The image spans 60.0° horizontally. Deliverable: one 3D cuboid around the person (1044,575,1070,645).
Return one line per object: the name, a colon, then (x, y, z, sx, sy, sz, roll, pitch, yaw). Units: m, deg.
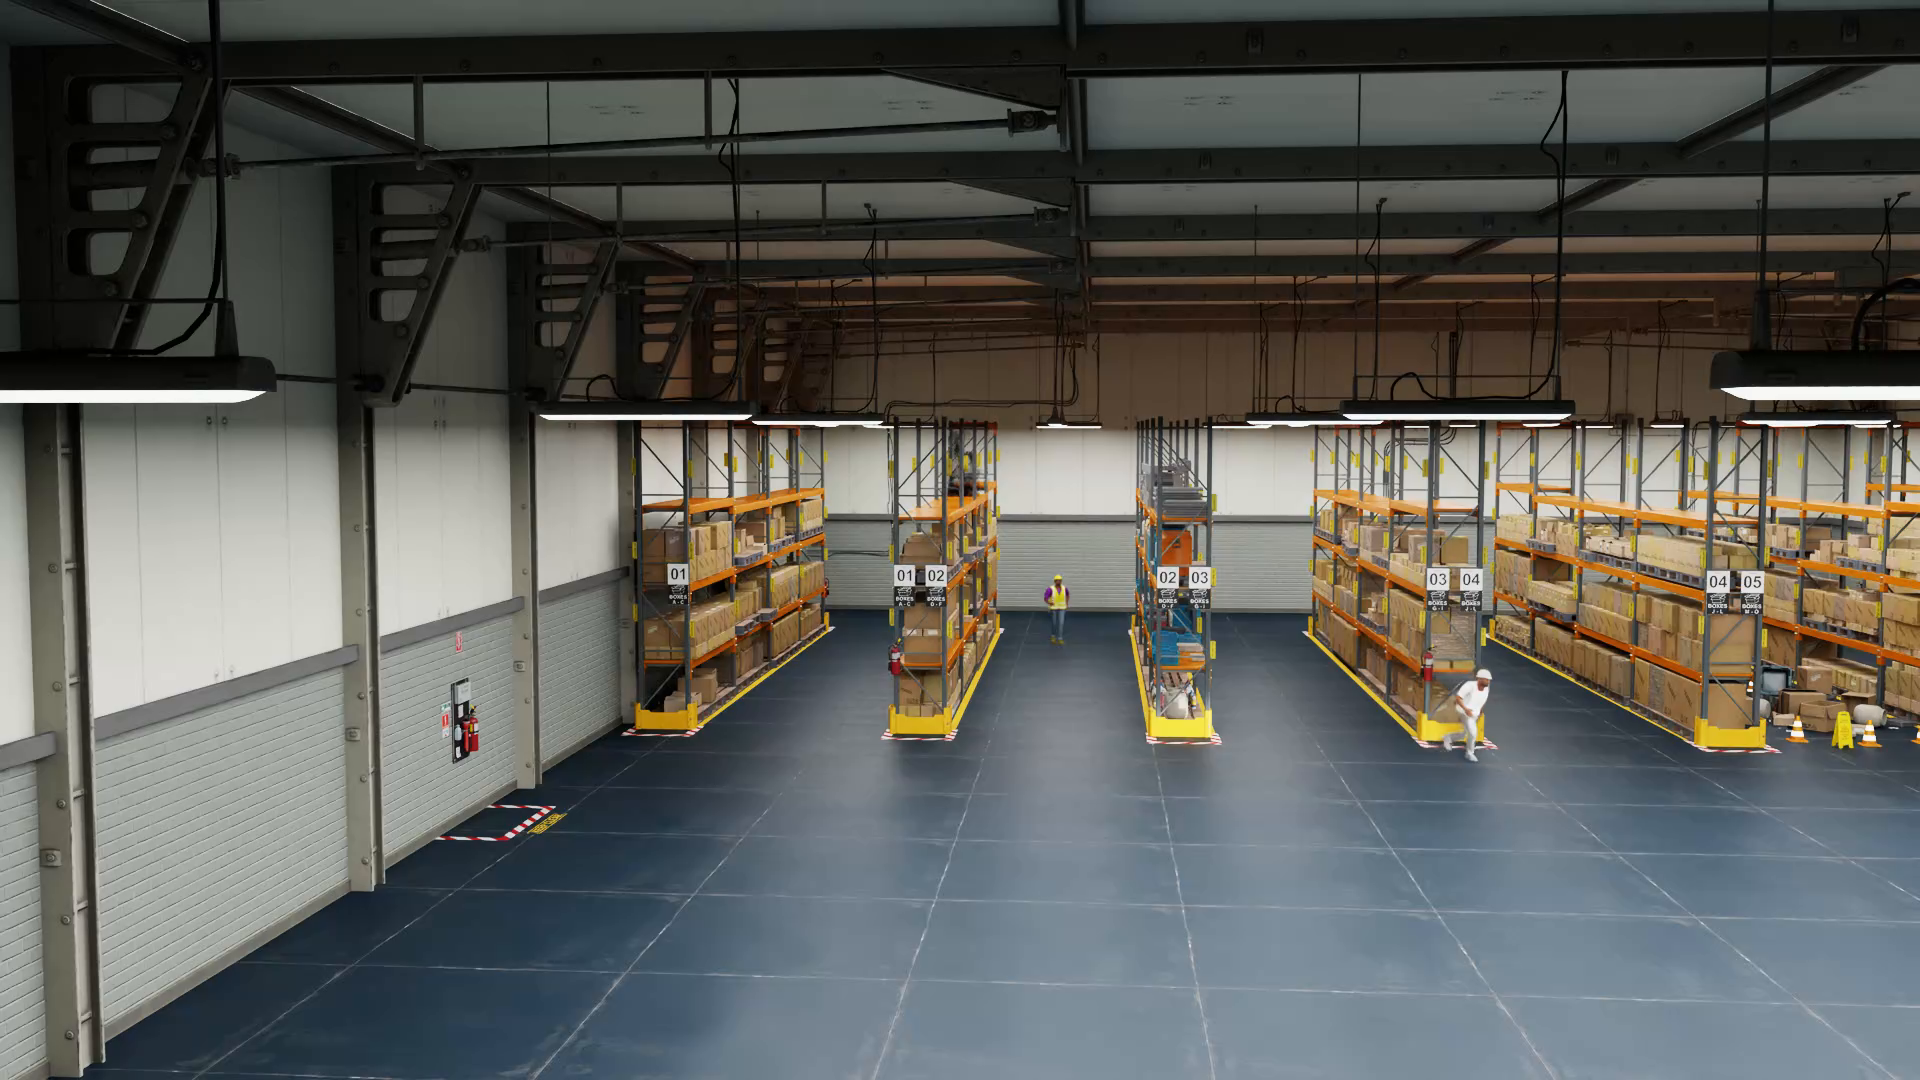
person: (2.498, 1.780, 42.369, 0.712, 1.777, 0.826, -1, 4, -11)

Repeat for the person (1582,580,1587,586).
person: (16.951, 1.940, 45.154, 0.544, 1.724, 0.737, 0, 4, -8)

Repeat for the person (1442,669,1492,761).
person: (8.869, 3.034, 29.072, 0.697, 1.636, 1.033, -2, 4, -32)
